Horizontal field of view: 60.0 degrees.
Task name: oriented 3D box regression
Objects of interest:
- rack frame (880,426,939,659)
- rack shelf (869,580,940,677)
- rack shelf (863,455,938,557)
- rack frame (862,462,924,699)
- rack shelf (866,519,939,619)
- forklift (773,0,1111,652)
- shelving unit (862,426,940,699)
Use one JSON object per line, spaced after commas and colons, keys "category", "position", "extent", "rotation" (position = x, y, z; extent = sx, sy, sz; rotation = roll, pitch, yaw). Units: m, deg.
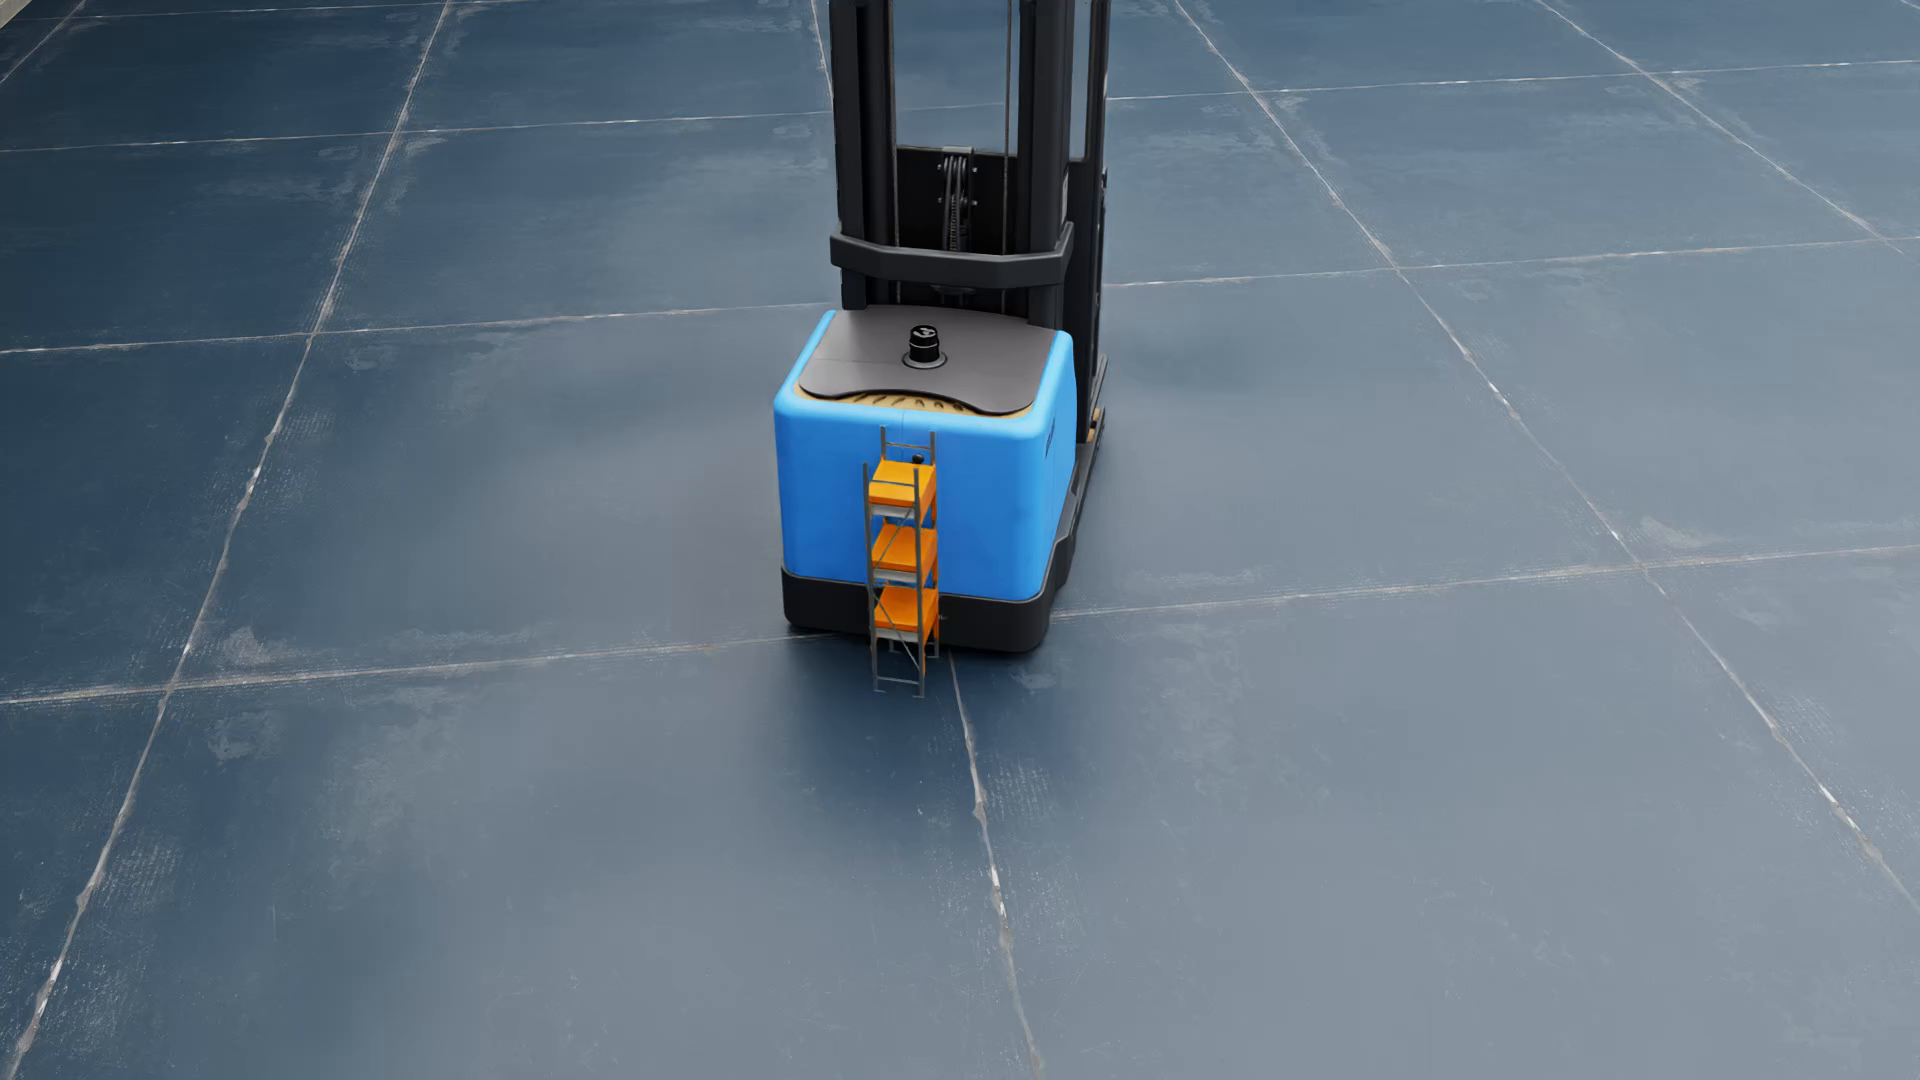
{"category": "rack frame", "position": [-0.185, 0.028, 6.264], "extent": [0.200, 1.050, 0.008], "rotation": [7, 36, 10]}
{"category": "rack shelf", "position": [-0.209, 0.332, 6.336], "extent": [0.215, 0.259, 0.240], "rotation": [7, 36, 10]}
{"category": "rack shelf", "position": [-0.213, -0.124, 6.008], "extent": [0.215, 0.259, 0.240], "rotation": [7, 36, 10]}
{"category": "rack frame", "position": [-0.238, 0.168, 6.071], "extent": [0.200, 1.050, 0.008], "rotation": [7, 36, 10]}
{"category": "rack shelf", "position": [-0.211, 0.107, 6.174], "extent": [0.215, 0.259, 0.240], "rotation": [7, 36, 10]}
{"category": "forklift", "position": [0.082, -1.597, 6.991], "extent": [1.130, 2.935, 3.031], "rotation": [6, 35, 9]}
{"category": "shelving unit", "position": [-0.211, 0.098, 6.168], "extent": [0.215, 1.050, 0.252], "rotation": [7, 36, 10]}
